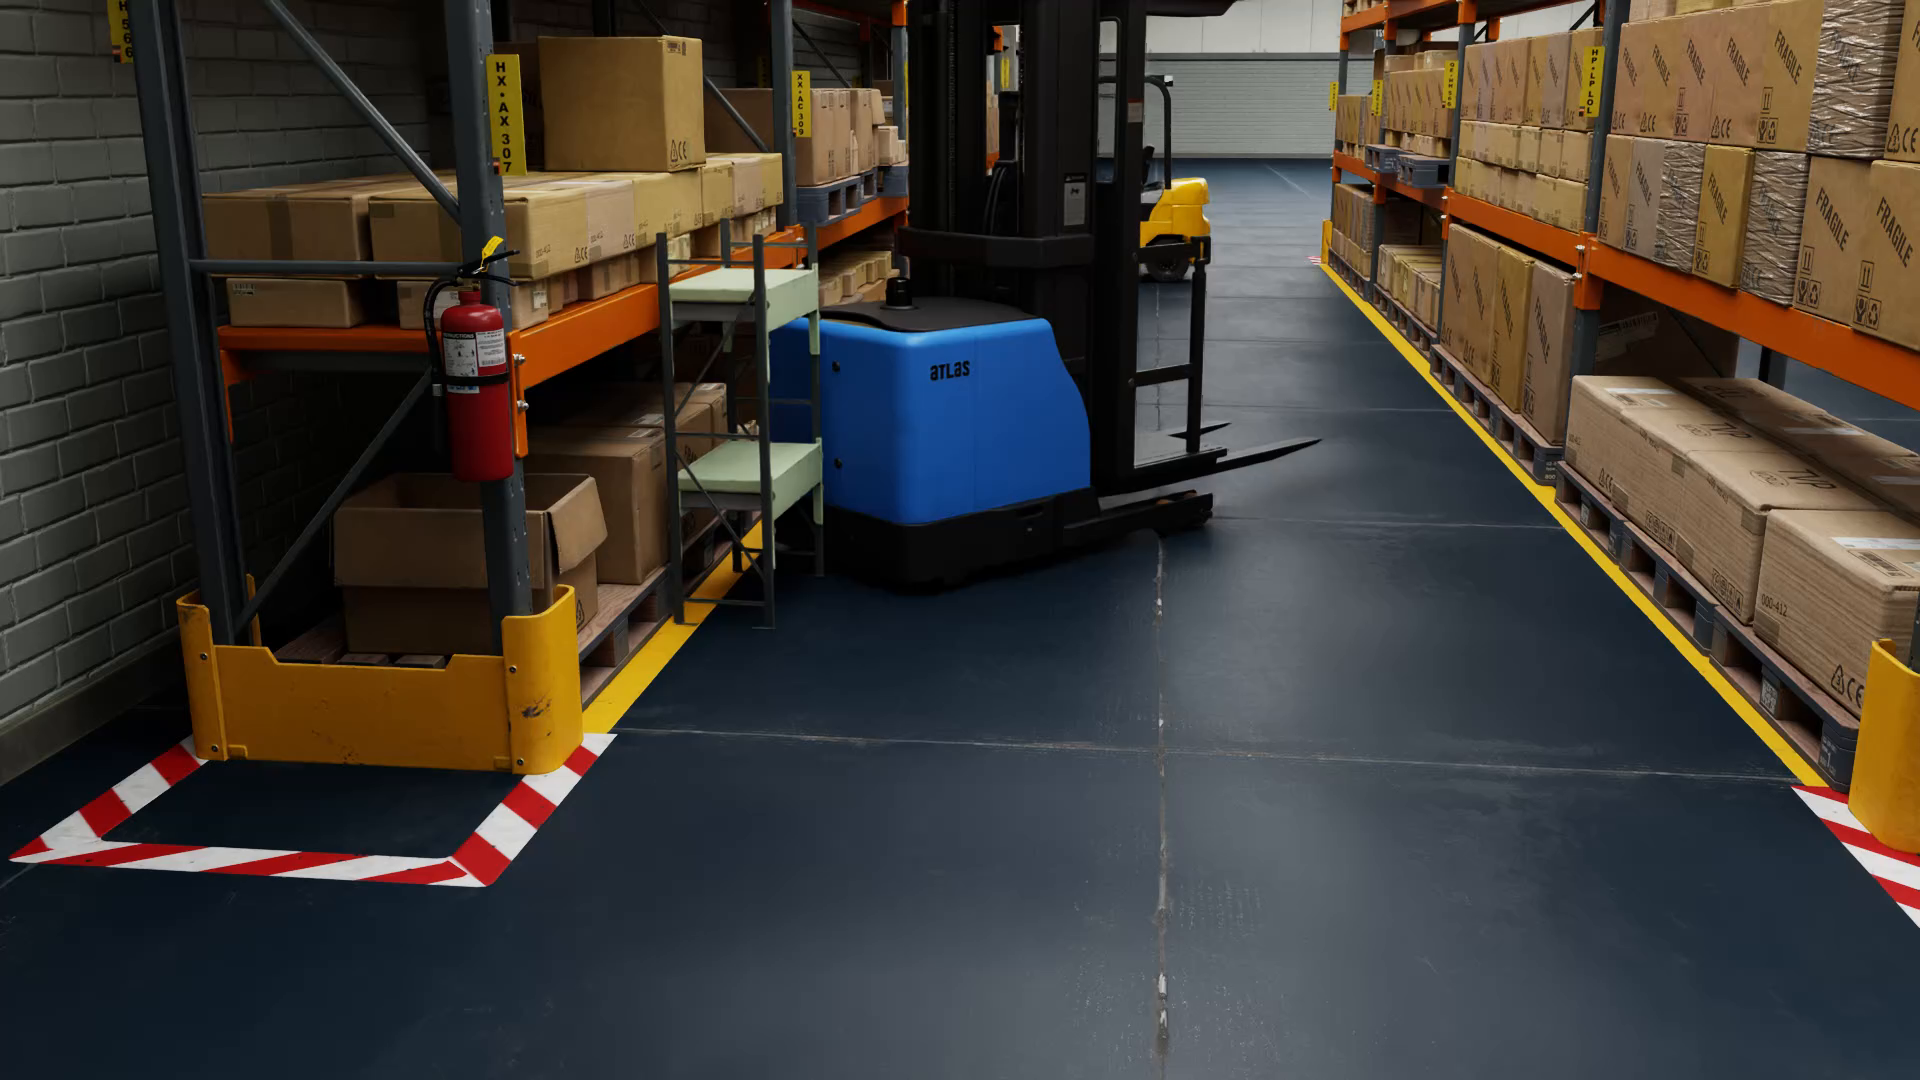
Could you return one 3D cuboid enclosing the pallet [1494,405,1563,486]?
[{"bbox_3d":[3.594,-0.525,9.200,1.003,0.211,1.213,2,15,6],"label":"pallet"}]

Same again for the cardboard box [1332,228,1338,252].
[{"bbox_3d":[4.570,-3.456,19.158,0.500,0.250,0.500,2,15,6],"label":"cardboard box"}]

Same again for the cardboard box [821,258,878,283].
[{"bbox_3d":[-0.777,-1.887,11.634,0.380,0.149,0.250,1,15,4],"label":"cardboard box"}]

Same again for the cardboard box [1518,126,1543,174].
[{"bbox_3d":[3.491,-2.224,9.469,0.500,0.250,0.500,2,15,8],"label":"cardboard box"}]

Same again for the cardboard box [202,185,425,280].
[{"bbox_3d":[-2.014,-0.975,5.239,0.500,0.250,0.500,2,15,8],"label":"cardboard box"}]

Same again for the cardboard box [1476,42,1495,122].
[{"bbox_3d":[3.688,-2.988,10.858,0.500,0.500,0.500,2,15,6],"label":"cardboard box"}]

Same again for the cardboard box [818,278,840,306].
[{"bbox_3d":[-0.961,-1.549,10.386,0.380,0.149,0.250,2,15,8],"label":"cardboard box"}]

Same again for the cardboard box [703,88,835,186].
[{"bbox_3d":[-1.074,-2.184,8.997,0.700,0.500,0.500,2,15,8],"label":"cardboard box"}]

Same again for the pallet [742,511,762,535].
[{"bbox_3d":[-1.429,-0.290,8.330,1.003,0.211,1.213,2,15,6],"label":"pallet"}]

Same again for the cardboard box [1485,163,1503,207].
[{"bbox_3d":[3.622,-2.245,10.505,0.500,0.250,0.500,2,15,8],"label":"cardboard box"}]

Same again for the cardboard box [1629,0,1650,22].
[{"bbox_3d":[3.288,-2.439,7.585,0.380,0.149,0.250,1,15,5],"label":"cardboard box"}]

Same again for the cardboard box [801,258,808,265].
[{"bbox_3d":[-1.273,-1.900,11.683,0.380,0.149,0.250,2,15,7],"label":"cardboard box"}]

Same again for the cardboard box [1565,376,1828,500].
[{"bbox_3d":[3.404,-0.475,7.777,0.875,0.438,0.875,1,15,5],"label":"cardboard box"}]

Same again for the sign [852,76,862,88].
[{"bbox_3d":[-1.000,-4.361,16.234,0.100,0.325,0.005,2,15,6],"label":"sign"}]

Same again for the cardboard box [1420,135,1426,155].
[{"bbox_3d":[3.815,-3.083,12.995,0.380,0.149,0.250,1,15,4],"label":"cardboard box"}]

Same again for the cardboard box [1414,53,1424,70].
[{"bbox_3d":[4.060,-4.055,14.104,0.380,0.149,0.250,3,15,9],"label":"cardboard box"}]

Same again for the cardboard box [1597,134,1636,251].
[{"bbox_3d":[3.268,-1.603,7.653,0.500,0.500,0.500,2,15,8],"label":"cardboard box"}]

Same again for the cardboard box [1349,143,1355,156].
[{"bbox_3d":[4.497,-4.313,18.348,0.380,0.149,0.250,2,15,8],"label":"cardboard box"}]

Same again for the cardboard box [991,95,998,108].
[{"bbox_3d":[0.243,-5.123,19.426,0.380,0.149,0.250,2,15,7],"label":"cardboard box"}]

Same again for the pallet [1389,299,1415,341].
[{"bbox_3d":[4.263,-1.879,14.205,1.003,0.211,1.213,2,15,6],"label":"pallet"}]

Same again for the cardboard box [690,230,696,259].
[{"bbox_3d":[-1.347,-1.269,7.088,0.380,0.149,0.250,2,15,7],"label":"cardboard box"}]

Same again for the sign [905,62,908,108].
[{"bbox_3d":[-0.359,-3.359,12.271,0.100,0.325,0.005,2,15,6],"label":"sign"}]

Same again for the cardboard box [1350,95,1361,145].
[{"bbox_3d":[4.446,-4.460,17.647,0.500,0.500,0.500,1,15,5],"label":"cardboard box"}]

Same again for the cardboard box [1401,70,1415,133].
[{"bbox_3d":[3.974,-3.634,13.789,0.500,0.500,0.500,1,15,4],"label":"cardboard box"}]

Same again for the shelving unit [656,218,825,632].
[{"bbox_3d":[-0.841,-0.480,6.564,0.431,1.500,0.755,3,15,10],"label":"shelving unit"}]

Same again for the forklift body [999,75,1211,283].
[{"bbox_3d":[1.602,-3.971,18.228,2.313,2.155,1.214,2,15,6],"label":"forklift body"}]

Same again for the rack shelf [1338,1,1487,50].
[{"bbox_3d":[4.710,-5.363,17.382,1.077,0.370,4.000,2,15,6],"label":"rack shelf"}]

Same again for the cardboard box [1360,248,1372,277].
[{"bbox_3d":[4.284,-2.781,16.662,0.500,0.250,0.500,2,15,9],"label":"cardboard box"}]

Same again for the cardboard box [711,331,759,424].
[{"bbox_3d":[-1.073,-0.929,9.336,0.500,0.500,0.500,2,15,9],"label":"cardboard box"}]

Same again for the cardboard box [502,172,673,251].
[{"bbox_3d":[-1.373,-1.220,6.145,0.500,0.250,0.500,1,15,5],"label":"cardboard box"}]

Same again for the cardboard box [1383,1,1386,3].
[{"bbox_3d":[4.216,-5.162,15.739,0.380,0.149,0.250,2,15,7],"label":"cardboard box"}]

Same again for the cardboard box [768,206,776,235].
[{"bbox_3d":[-1.136,-1.603,8.324,0.380,0.149,0.250,2,15,7],"label":"cardboard box"}]

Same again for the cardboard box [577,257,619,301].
[{"bbox_3d":[-1.425,-0.933,5.847,0.380,0.149,0.250,2,15,8],"label":"cardboard box"}]

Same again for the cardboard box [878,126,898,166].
[{"bbox_3d":[-0.697,-2.699,11.379,0.500,0.250,0.500,1,15,4],"label":"cardboard box"}]

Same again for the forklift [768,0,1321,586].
[{"bbox_3d":[0.565,-1.529,7.701,3.031,2.935,1.130,-13,20,-41],"label":"forklift"}]

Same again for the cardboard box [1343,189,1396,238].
[{"bbox_3d":[4.448,-3.546,18.055,0.500,0.500,0.500,2,15,7],"label":"cardboard box"}]

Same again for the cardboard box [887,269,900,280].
[{"bbox_3d":[-0.734,-1.732,12.304,0.500,0.500,0.500,2,15,8],"label":"cardboard box"}]

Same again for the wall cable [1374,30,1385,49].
[{"bbox_3d":[13.492,-17.532,48.746,2.305,6.003,0.169,2,15,6],"label":"wall cable"}]

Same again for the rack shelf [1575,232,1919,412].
[{"bbox_3d":[3.356,-0.803,6.263,1.077,0.370,4.000,2,15,6],"label":"rack shelf"}]

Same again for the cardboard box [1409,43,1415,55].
[{"bbox_3d":[4.829,-4.658,16.465,0.700,0.500,0.500,2,15,7],"label":"cardboard box"}]

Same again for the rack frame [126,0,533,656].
[{"bbox_3d":[-1.802,-0.777,4.788,1.000,3.000,0.127,2,15,6],"label":"rack frame"}]

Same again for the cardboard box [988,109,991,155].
[{"bbox_3d":[0.083,-4.572,18.633,0.500,0.500,0.500,1,15,5],"label":"cardboard box"}]

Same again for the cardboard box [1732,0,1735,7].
[{"bbox_3d":[3.194,-2.106,6.354,0.380,0.149,0.250,2,15,6],"label":"cardboard box"}]

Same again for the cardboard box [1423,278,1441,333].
[{"bbox_3d":[4.107,-1.787,12.754,0.950,0.372,0.625,1,15,2],"label":"cardboard box"}]

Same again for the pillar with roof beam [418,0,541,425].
[{"bbox_3d":[1.953,-4.429,6.803,9.100,9.000,0.400,2,15,6],"label":"pillar with roof beam"}]

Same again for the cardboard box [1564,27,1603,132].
[{"bbox_3d":[3.383,-2.323,8.400,0.500,0.500,0.500,2,15,8],"label":"cardboard box"}]

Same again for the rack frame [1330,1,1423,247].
[{"bbox_3d":[4.936,-4.781,19.598,1.000,3.000,0.127,2,15,6],"label":"rack frame"}]

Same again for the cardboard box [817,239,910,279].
[{"bbox_3d":[-0.815,-2.069,13.314,0.875,0.625,0.625,2,15,8],"label":"cardboard box"}]

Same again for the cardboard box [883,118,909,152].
[{"bbox_3d":[-0.582,-3.128,12.812,0.500,0.250,0.500,2,15,6],"label":"cardboard box"}]

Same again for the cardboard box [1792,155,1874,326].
[{"bbox_3d":[2.993,-0.942,5.209,0.500,0.500,0.500,1,15,5],"label":"cardboard box"}]

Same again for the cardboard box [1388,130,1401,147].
[{"bbox_3d":[4.071,-3.627,15.005,0.380,0.149,0.250,2,15,7],"label":"cardboard box"}]

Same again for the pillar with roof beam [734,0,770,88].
[{"bbox_3d":[2.630,-5.986,12.558,9.100,9.000,0.400,2,15,6],"label":"pillar with roof beam"}]

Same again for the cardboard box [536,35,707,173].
[{"bbox_3d":[-1.314,-1.709,6.516,0.500,0.500,0.500,2,15,8],"label":"cardboard box"}]

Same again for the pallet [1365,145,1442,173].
[{"bbox_3d":[4.254,-3.457,15.069,1.003,0.211,1.213,2,15,6],"label":"pallet"}]

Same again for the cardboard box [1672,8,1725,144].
[{"bbox_3d":[3.155,-1.820,6.540,0.500,0.500,0.500,2,15,7],"label":"cardboard box"}]

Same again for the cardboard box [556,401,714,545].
[{"bbox_3d":[-1.345,-0.283,6.948,0.500,0.500,0.500,2,15,7],"label":"cardboard box"}]
